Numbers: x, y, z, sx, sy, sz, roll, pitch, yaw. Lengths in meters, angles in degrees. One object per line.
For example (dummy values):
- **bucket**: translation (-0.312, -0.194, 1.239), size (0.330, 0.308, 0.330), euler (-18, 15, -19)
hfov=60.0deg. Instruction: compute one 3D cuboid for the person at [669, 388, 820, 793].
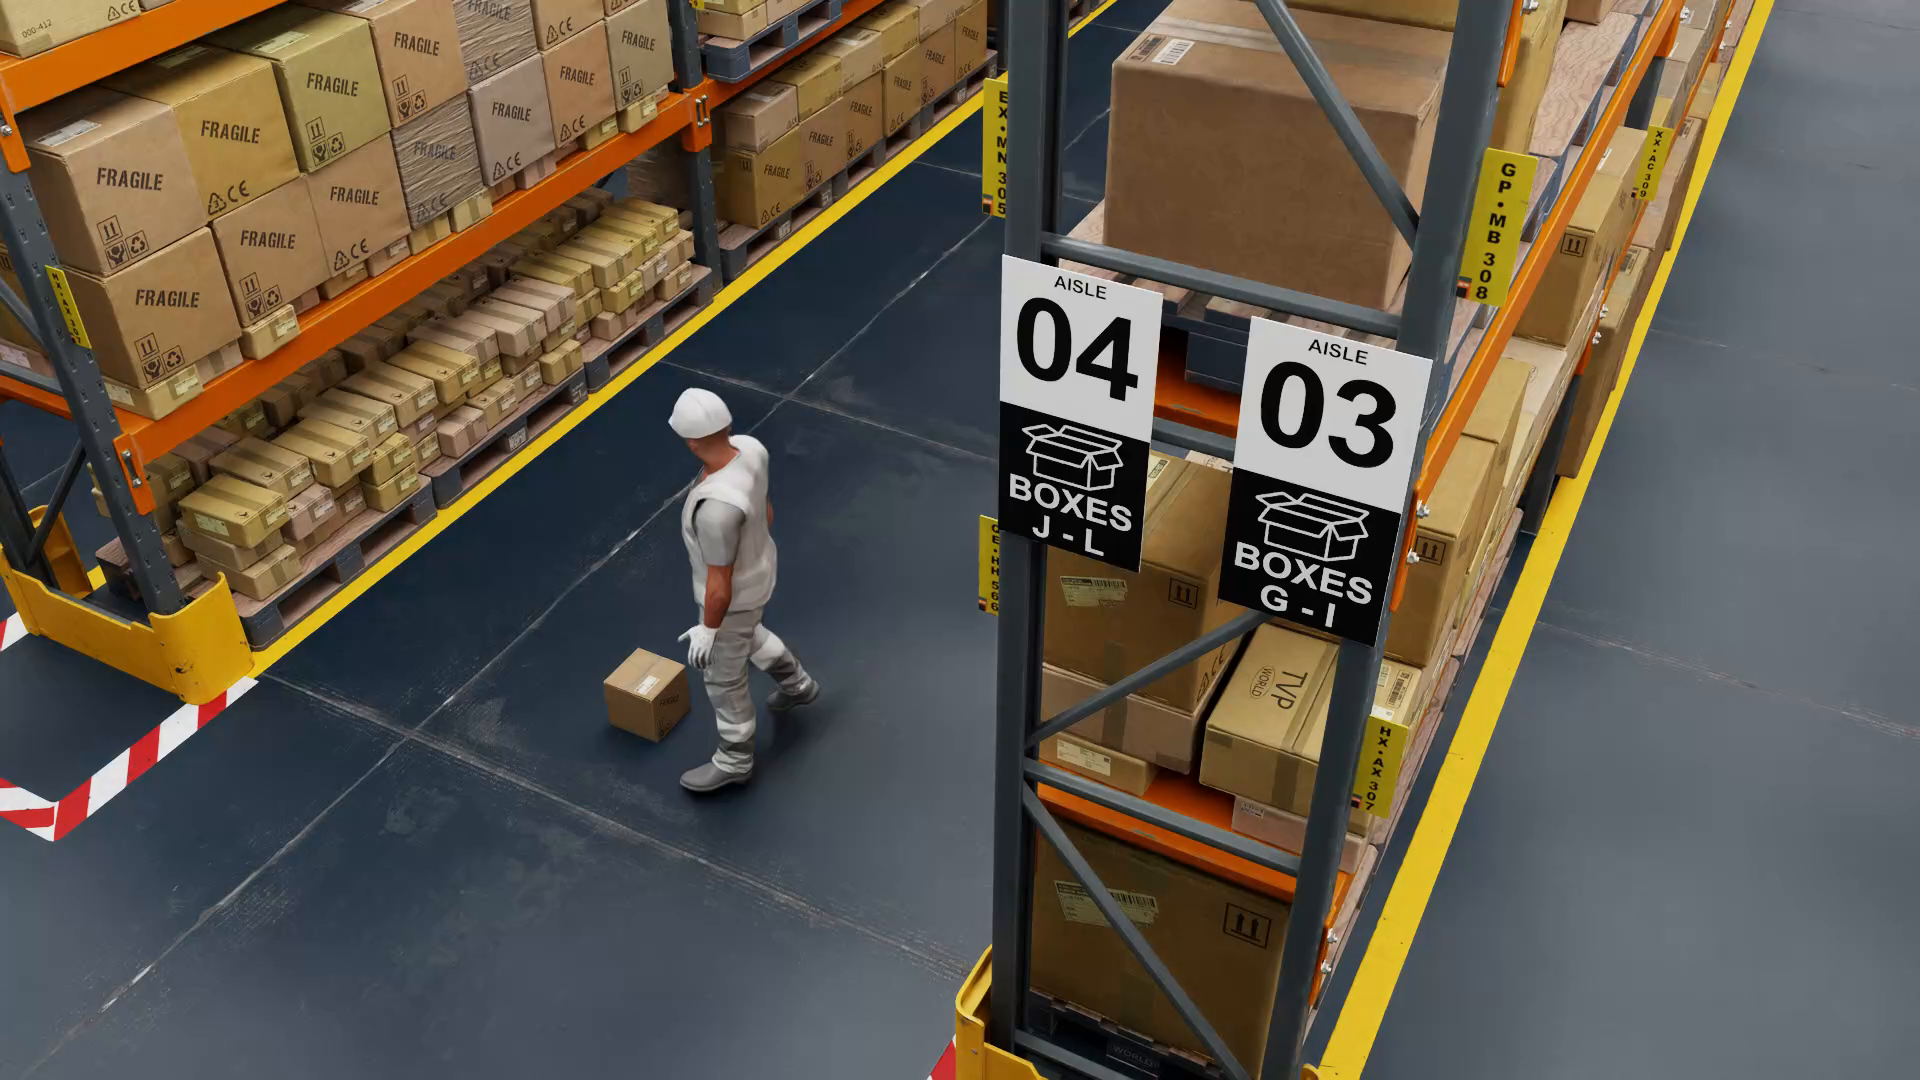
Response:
- **person**: translation (-0.872, 0.192, 6.463), size (0.525, 1.786, 0.664), euler (3, 38, 3)
